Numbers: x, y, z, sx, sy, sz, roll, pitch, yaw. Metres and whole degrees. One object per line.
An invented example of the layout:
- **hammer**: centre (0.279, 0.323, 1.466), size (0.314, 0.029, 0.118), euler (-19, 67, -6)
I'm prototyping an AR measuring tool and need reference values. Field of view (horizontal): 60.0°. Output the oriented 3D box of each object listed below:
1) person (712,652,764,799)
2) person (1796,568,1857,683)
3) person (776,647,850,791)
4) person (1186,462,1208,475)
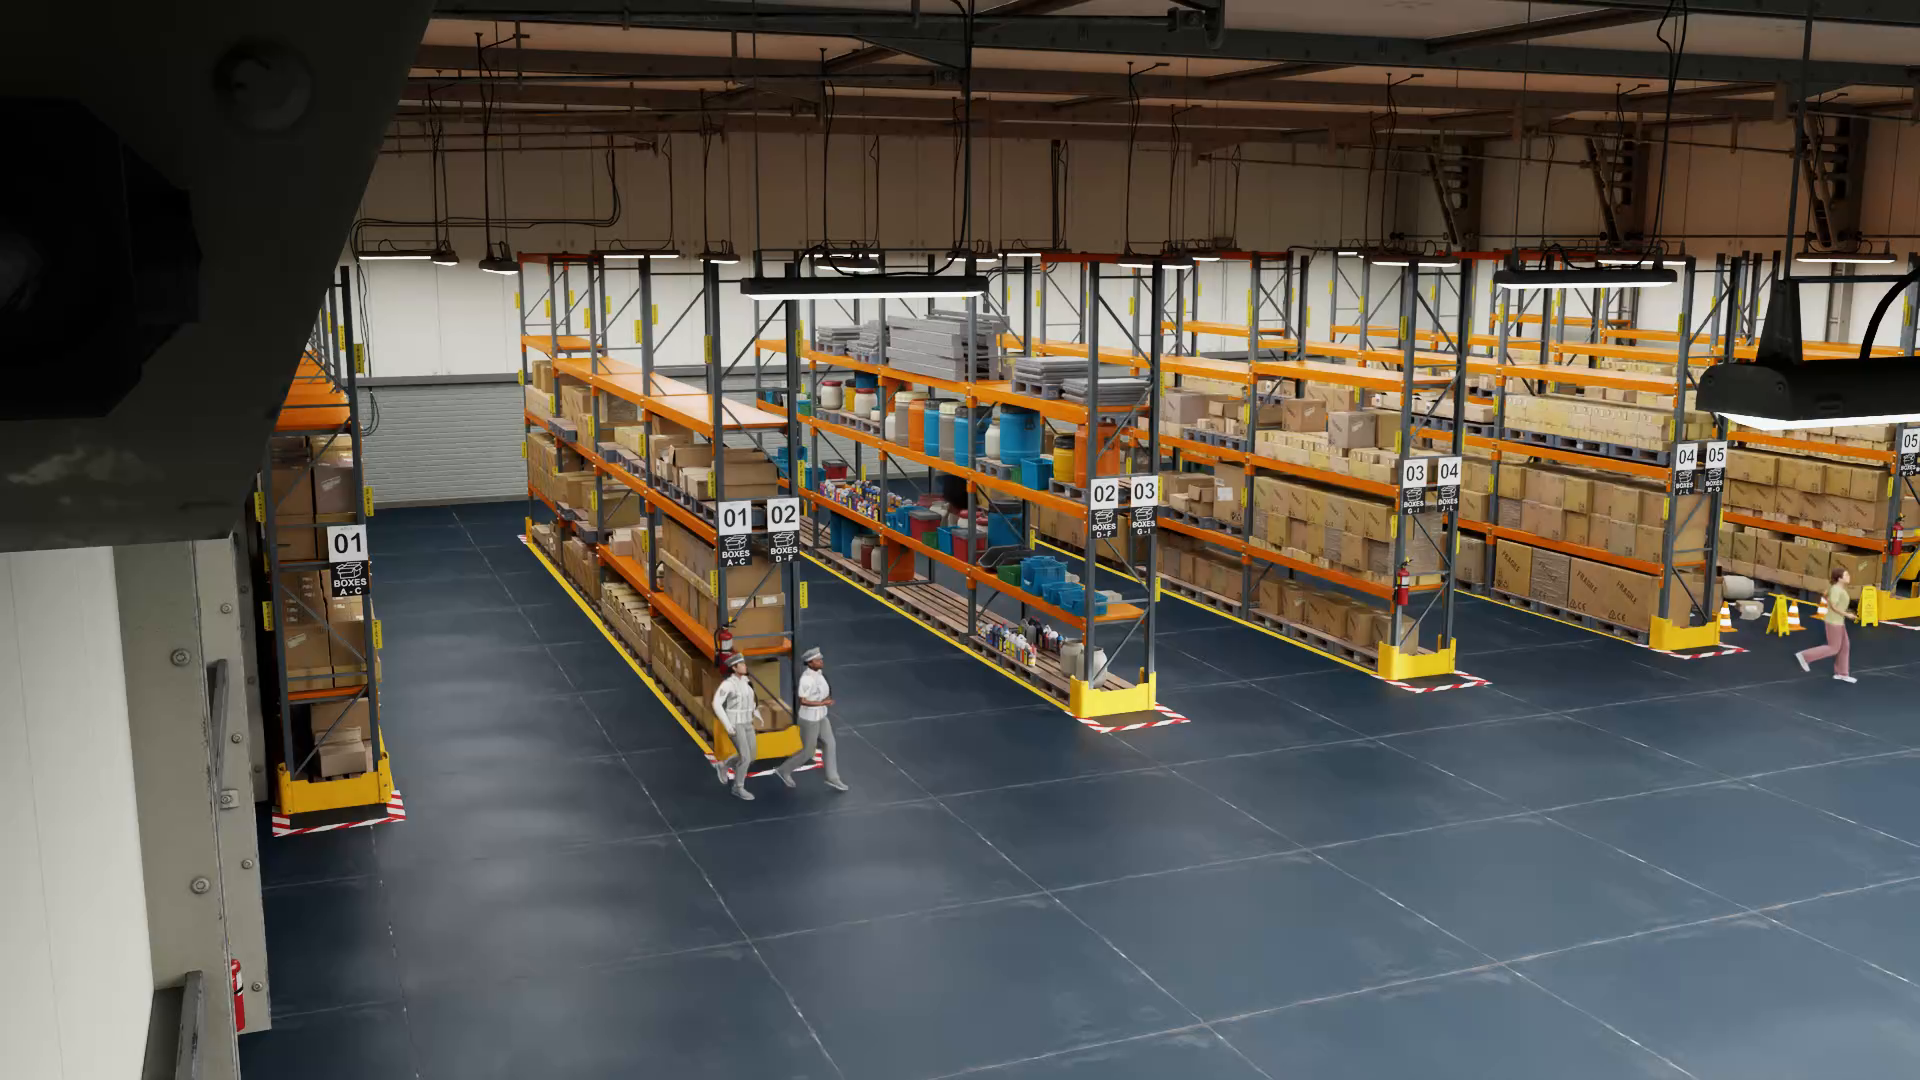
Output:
- **person**: centre (-2.545, 2.105, 19.056), size (0.559, 1.647, 0.670), euler (6, 12, 29)
- **person**: centre (12.536, 1.212, 23.952), size (0.820, 1.647, 0.587), euler (5, 11, 24)
- **person**: centre (-1.706, 2.055, 19.063), size (0.853, 1.724, 0.608), euler (1, 10, 7)
- **person**: centre (5.874, -2.119, 41.783), size (0.870, 1.729, 0.656), euler (7, 13, 35)
